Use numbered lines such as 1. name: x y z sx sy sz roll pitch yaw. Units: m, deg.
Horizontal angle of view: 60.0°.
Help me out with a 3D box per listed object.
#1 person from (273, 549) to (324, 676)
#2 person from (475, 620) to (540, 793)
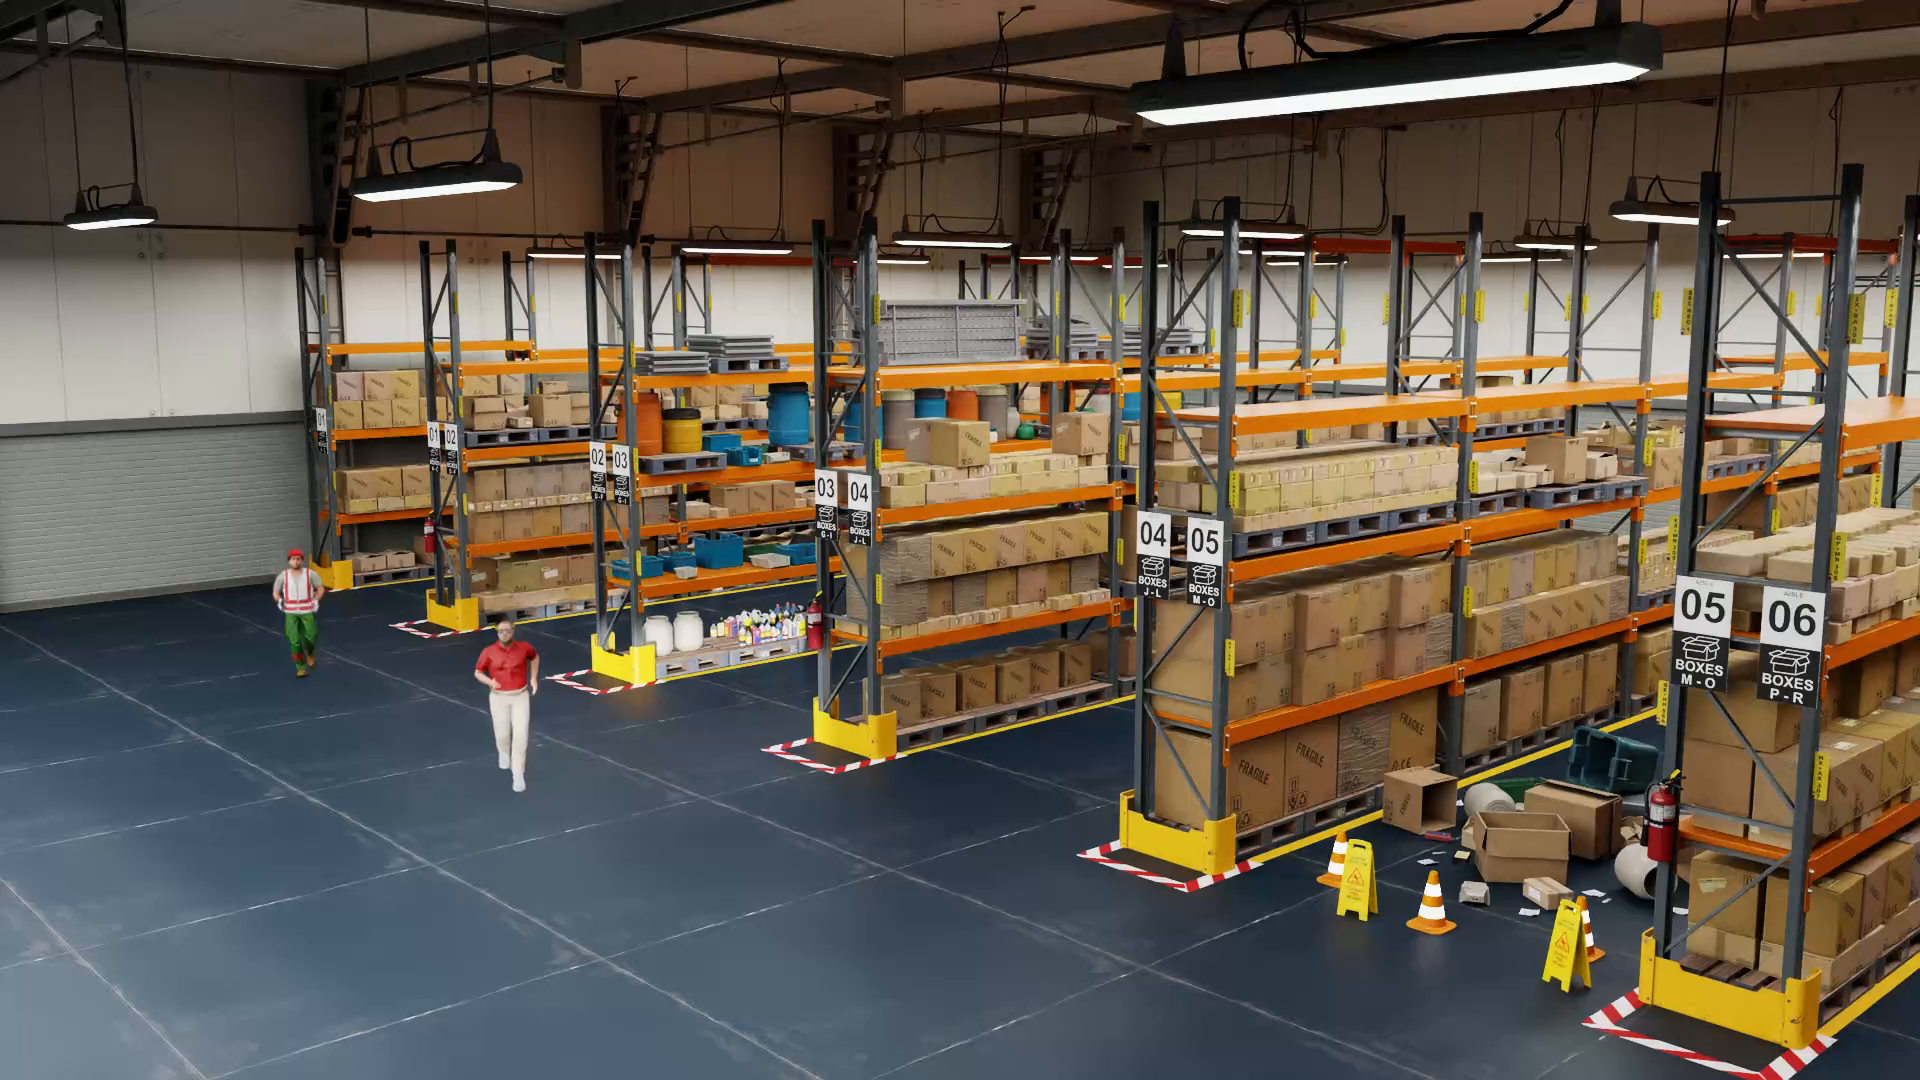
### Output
1. person: -9.008 0.990 22.671 0.651 1.737 0.613 -3 9 -20
2. person: -4.820 1.722 17.763 0.673 1.750 0.980 -2 9 -15
